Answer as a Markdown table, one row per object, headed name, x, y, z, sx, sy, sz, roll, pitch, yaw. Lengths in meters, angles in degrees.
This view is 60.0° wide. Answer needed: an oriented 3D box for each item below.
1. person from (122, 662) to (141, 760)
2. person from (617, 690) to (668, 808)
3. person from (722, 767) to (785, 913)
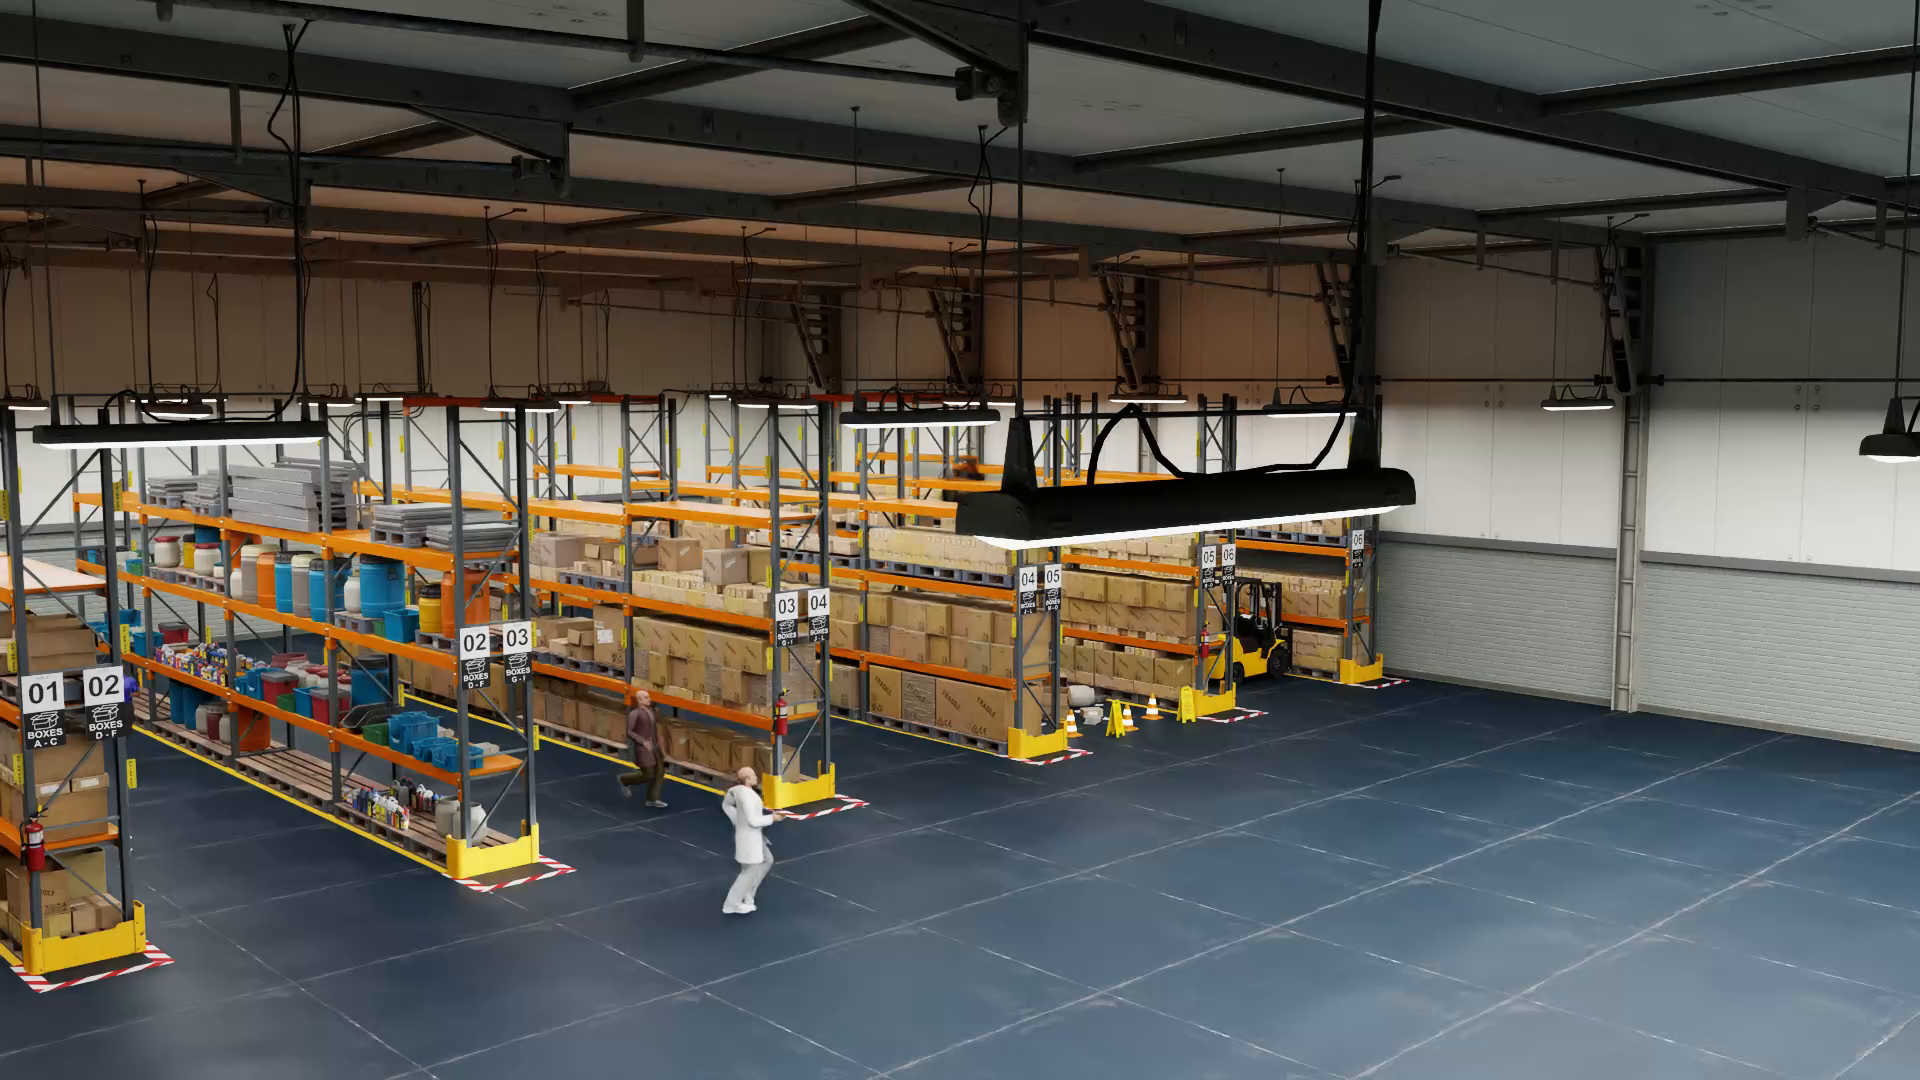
| name | x | y | z | sx | sy | sz | roll | pitch | yaw |
| --- | --- | --- | --- | --- | --- | --- | --- | --- | --- |
| person | -13.835 | 2.840 | 27.456 | 0.929 | 1.646 | 0.570 | 5 | 8 | 43 |
| person | -4.695 | 3.085 | 24.656 | 0.799 | 1.739 | 0.723 | 2 | 6 | 21 |
| person | -2.456 | 3.555 | 19.699 | 0.754 | 1.778 | 0.674 | -2 | 6 | -16 |
